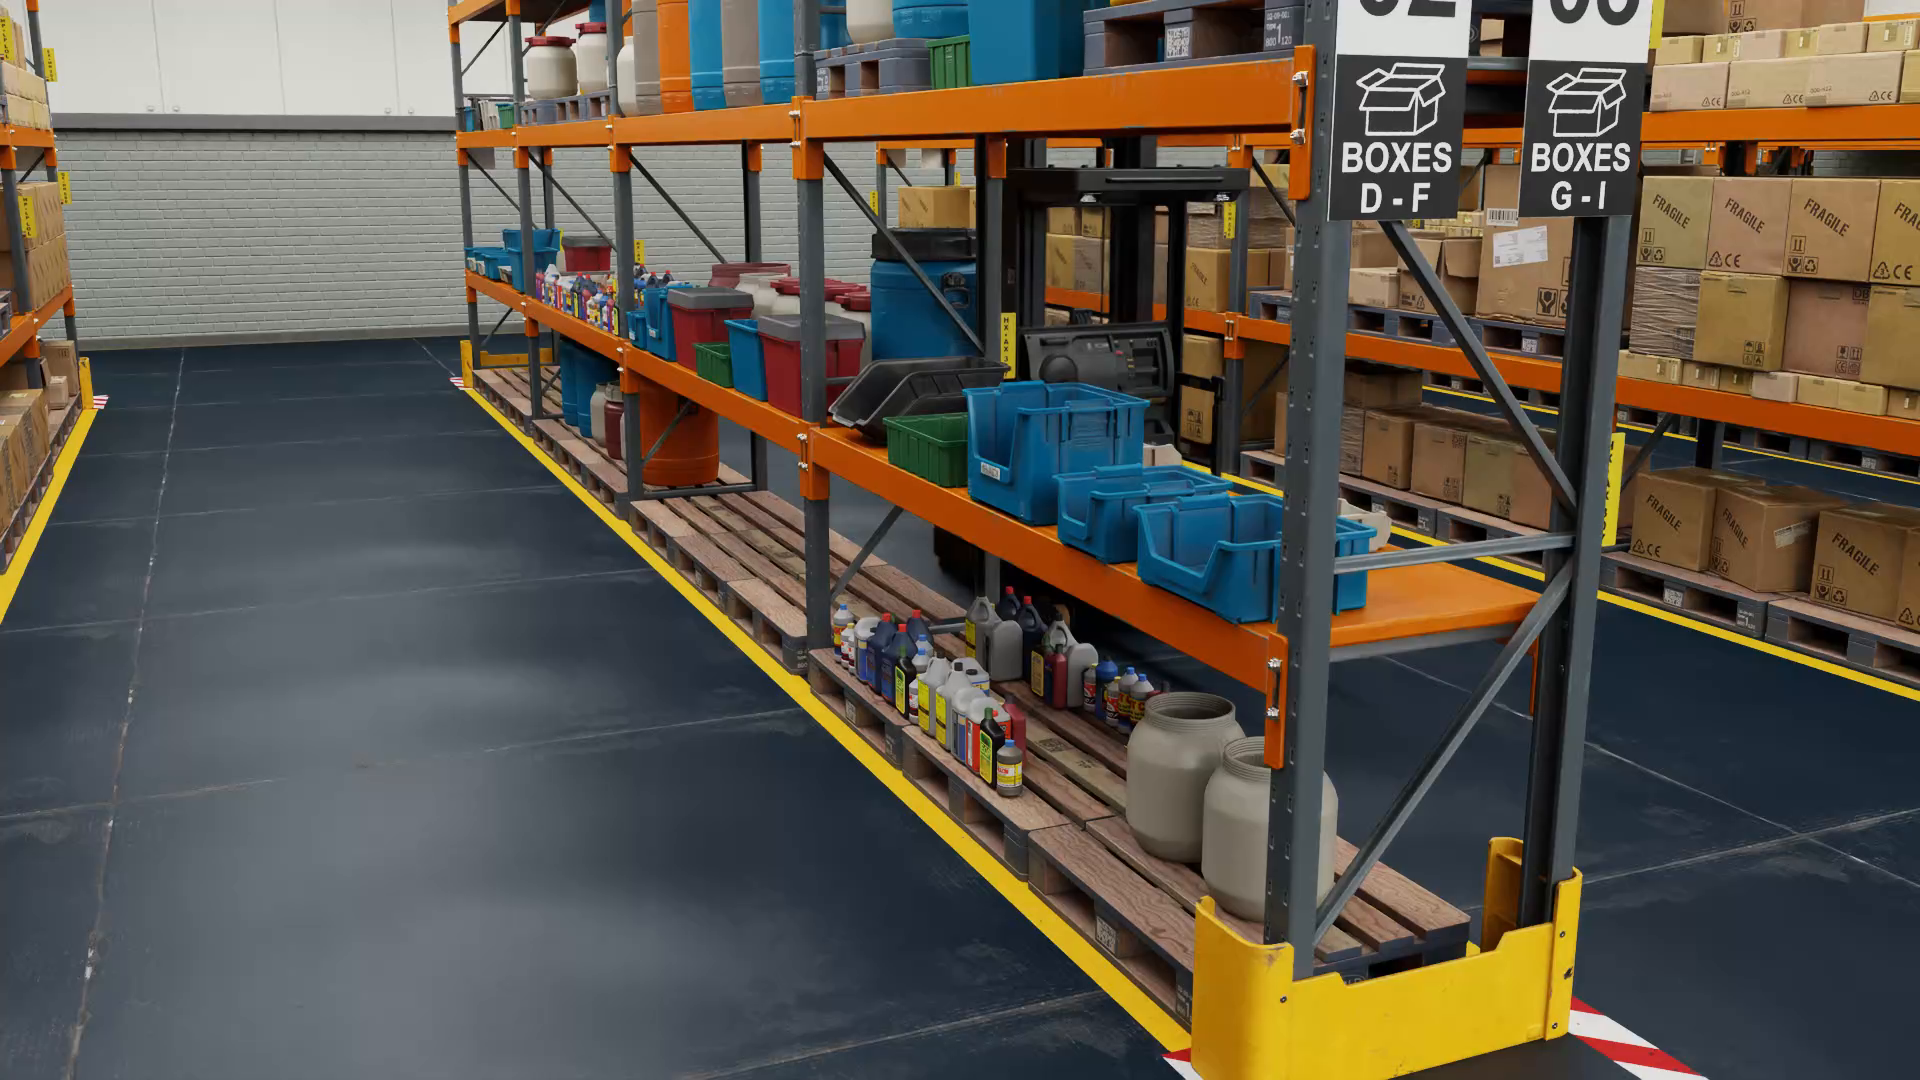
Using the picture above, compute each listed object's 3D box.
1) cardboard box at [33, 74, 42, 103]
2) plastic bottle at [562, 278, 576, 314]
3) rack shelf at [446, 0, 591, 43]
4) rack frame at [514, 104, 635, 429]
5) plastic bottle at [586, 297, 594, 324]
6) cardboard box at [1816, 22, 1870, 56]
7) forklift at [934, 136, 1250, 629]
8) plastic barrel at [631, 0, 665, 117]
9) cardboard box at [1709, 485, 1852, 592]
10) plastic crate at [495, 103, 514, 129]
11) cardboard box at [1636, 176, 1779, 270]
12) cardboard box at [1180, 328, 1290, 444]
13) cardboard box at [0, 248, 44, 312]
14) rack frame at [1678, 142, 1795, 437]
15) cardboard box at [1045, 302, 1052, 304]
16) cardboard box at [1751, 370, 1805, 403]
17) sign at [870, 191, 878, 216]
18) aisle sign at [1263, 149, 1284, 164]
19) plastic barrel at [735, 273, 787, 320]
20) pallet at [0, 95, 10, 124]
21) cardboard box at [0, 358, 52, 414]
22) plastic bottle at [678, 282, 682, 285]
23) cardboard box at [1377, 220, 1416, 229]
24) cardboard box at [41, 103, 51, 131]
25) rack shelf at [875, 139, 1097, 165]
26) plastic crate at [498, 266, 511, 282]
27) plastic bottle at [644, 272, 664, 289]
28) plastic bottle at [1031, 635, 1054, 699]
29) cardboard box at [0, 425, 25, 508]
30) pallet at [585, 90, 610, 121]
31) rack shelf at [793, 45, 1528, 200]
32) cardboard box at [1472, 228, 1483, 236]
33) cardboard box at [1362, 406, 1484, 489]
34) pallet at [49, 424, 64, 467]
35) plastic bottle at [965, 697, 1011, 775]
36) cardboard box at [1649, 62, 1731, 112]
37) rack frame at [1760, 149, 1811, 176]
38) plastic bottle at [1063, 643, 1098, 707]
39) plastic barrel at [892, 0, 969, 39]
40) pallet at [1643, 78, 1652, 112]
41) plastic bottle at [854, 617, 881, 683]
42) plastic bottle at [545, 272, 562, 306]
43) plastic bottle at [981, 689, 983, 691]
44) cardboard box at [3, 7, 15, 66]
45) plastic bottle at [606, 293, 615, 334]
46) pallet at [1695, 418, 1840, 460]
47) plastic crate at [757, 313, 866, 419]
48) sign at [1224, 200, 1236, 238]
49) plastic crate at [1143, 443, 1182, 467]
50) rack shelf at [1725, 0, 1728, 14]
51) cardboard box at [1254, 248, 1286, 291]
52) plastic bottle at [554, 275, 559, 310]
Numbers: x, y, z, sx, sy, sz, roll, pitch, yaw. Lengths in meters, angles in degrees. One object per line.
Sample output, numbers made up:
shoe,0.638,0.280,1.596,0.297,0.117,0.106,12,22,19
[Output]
cardboard box,-8.985,-4.261,15.700,0.500,0.250,0.500,-6,14,-23
plastic bottle,-3.183,-2.006,13.661,0.152,0.276,0.135,-6,14,-23
rack shelf,-4.284,-5.227,16.477,1.077,0.370,4.000,-6,14,-23
rack frame,-3.483,-2.436,15.242,1.000,3.000,0.127,-6,14,-23
plastic bottle,-2.828,-1.772,12.813,0.097,0.201,0.097,0,13,0
cardboard box,4.531,-2.502,8.322,0.380,0.149,0.250,-6,14,-24
forklift,0.885,-1.023,9.288,1.130,2.935,3.031,-6,14,-23
plastic barrel,-1.750,-3.126,10.459,0.600,0.901,0.600,0,13,0
cardboard box,4.620,-0.013,9.387,0.500,0.500,0.500,-1,13,-5
plastic crate,-4.140,-3.975,15.611,0.416,0.233,0.300,-6,14,-23
cardboard box,4.207,-1.795,9.376,0.500,0.500,0.500,-6,14,-23
cardboard box,2.400,-1.371,14.421,1.225,0.875,0.875,-6,14,-26
cardboard box,-7.977,-2.168,13.863,0.500,0.500,0.500,-5,14,-21
rack frame,7.243,-2.484,15.450,1.000,3.000,0.127,-6,14,-23
cardboard box,0.864,-2.196,17.988,0.875,0.875,0.875,-6,14,-23
cardboard box,4.456,-0.828,8.854,0.380,0.149,0.250,-6,14,-23
sign,-1.058,-4.121,20.428,0.100,0.325,0.005,-6,14,-23
aisle sign,4.284,-5.446,22.481,0.394,0.787,0.004,-6,14,-23
plastic barrel,-1.273,-1.471,10.824,0.421,0.512,0.421,0,13,0
pallet,-7.826,-3.218,12.386,1.213,0.211,1.003,-6,14,-23
cardboard box,-8.780,-1.375,15.220,0.797,0.503,0.637,-6,14,-23
plastic bottle,-2.242,-1.930,13.344,0.097,0.271,0.097,0,13,0
cardboard box,5.188,-3.578,19.297,0.500,0.500,0.500,-6,14,-23
cardboard box,-9.178,-4.122,16.206,0.500,0.250,0.500,-6,14,-23
rack shelf,0.254,-4.407,18.704,1.077,0.370,4.000,-6,14,-23
plastic crate,-4.456,-2.669,16.702,0.293,0.136,0.466,-6,14,-23
plastic bottle,-2.459,-1.982,13.392,0.144,0.351,0.185,-6,14,-23
plastic bottle,0.367,0.554,7.373,0.061,0.283,0.133,-6,14,-23
cardboard box,-6.752,-0.491,11.407,0.500,0.500,0.500,-6,14,-24
pallet,-2.097,-3.146,12.076,1.003,0.211,1.213,-6,14,-23
rack shelf,0.523,-1.481,6.059,1.077,0.370,4.000,-6,14,-23
cardboard box,5.691,-3.254,17.744,0.380,0.149,0.250,-6,14,-25
cardboard box,3.412,-0.687,12.253,0.700,0.500,0.500,-4,14,-18
pallet,-8.297,-0.773,14.241,1.003,0.211,1.213,-6,14,-23
plastic bottle,0.111,0.762,6.492,0.152,0.276,0.135,-6,14,-23
cardboard box,4.206,-2.503,9.211,0.500,0.250,0.500,-6,14,-25
rack frame,13.080,-5.054,26.554,1.000,3.000,0.127,-6,14,-23
plastic bottle,0.512,0.577,7.290,0.152,0.276,0.135,-5,14,-22
plastic barrel,0.023,-2.478,6.729,0.600,0.901,0.708,-6,14,-23
pallet,4.110,-2.738,10.310,1.213,0.211,1.003,-6,14,-23
plastic bottle,-0.398,0.499,7.625,0.152,0.276,0.135,-5,14,-21
plastic bottle,-3.500,-2.170,14.368,0.152,0.276,0.135,-6,14,-23
plastic bottle,0.079,0.715,6.857,0.097,0.201,0.097,0,13,0
cardboard box,-8.529,-4.302,14.215,0.700,0.500,0.500,-6,14,-23
plastic bottle,-2.526,-1.645,12.085,0.061,0.283,0.133,-6,14,-23
pallet,7.490,-0.956,15.031,1.003,0.211,1.213,-6,14,-23
plastic crate,-0.752,-0.887,8.407,0.402,0.464,0.583,-6,14,-23
sign,2.151,-2.570,13.255,0.100,0.325,0.005,-6,14,-23
plastic crate,0.604,-0.342,6.780,0.530,0.136,0.437,-6,14,-23
rack shelf,8.044,-4.448,13.115,1.077,0.370,4.000,-6,14,-23
cardboard box,2.712,-2.231,14.133,0.500,0.500,0.500,-5,14,-21
plastic bottle,-3.371,-2.081,13.969,0.061,0.283,0.133,-6,14,-23
